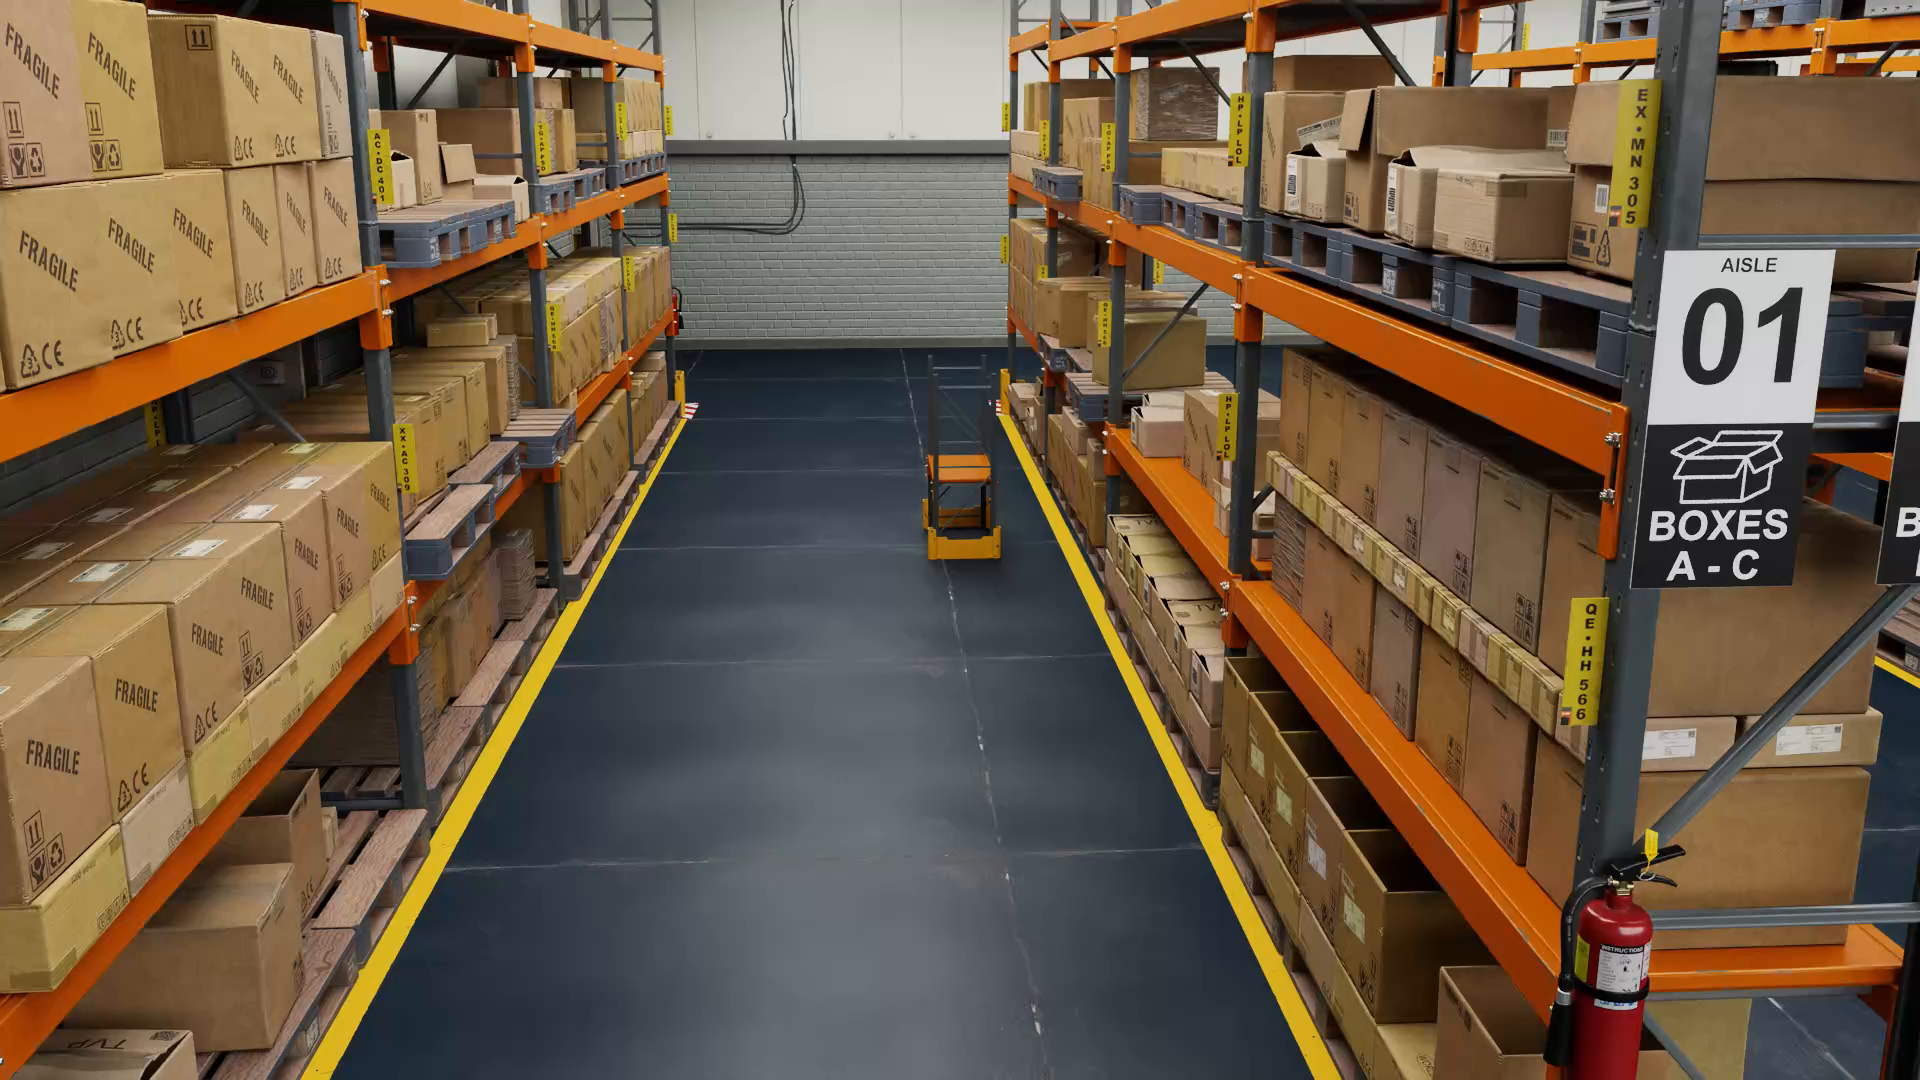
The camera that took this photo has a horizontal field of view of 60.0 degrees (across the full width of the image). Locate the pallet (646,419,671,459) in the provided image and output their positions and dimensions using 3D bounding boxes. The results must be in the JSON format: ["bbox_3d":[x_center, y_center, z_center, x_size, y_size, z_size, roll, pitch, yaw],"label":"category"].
[{"bbox_3d":[-3.668,-1.082,17.810,1.003,0.211,1.213,-1,14,-3],"label":"pallet"}]

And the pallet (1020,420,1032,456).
[{"bbox_3d":[1.203,-1.140,18.035,1.003,0.211,1.213,-1,14,-3],"label":"pallet"}]

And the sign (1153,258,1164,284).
[{"bbox_3d":[1.877,-2.586,15.734,0.100,0.325,0.005,-1,14,-3],"label":"sign"}]

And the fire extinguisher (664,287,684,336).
[{"bbox_3d":[-3.417,-2.760,19.637,0.296,0.674,0.183,-1,14,-3],"label":"fire extinguisher"}]

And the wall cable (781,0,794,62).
[{"bbox_3d":[-1.162,-8.235,24.068,3.097,2.526,0.112,-1,14,-3],"label":"wall cable"}]

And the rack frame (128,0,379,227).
[{"bbox_3d":[-3.125,-2.854,7.060,1.000,3.000,0.127,-1,14,-3],"label":"rack frame"}]

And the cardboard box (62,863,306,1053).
[{"bbox_3d":[-2.861,1.545,6.136,0.700,0.500,0.500,-2,15,-7],"label":"cardboard box"}]

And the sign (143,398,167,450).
[{"bbox_3d":[-3.679,-0.500,7.627,0.100,0.325,0.005,-1,14,-3],"label":"sign"}]

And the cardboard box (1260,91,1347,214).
[{"bbox_3d":[1.587,-1.669,7.150,0.500,0.500,0.500,0,14,1],"label":"cardboard box"}]

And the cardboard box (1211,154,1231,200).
[{"bbox_3d":[1.762,-2.086,9.553,0.500,0.250,0.500,-2,15,-8],"label":"cardboard box"}]

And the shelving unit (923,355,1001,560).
[{"bbox_3d":[0.005,-0.707,13.766,0.587,1.500,1.083,-1,14,-3],"label":"shelving unit"}]

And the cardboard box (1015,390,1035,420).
[{"bbox_3d":[0.888,-1.504,18.487,0.500,0.250,0.500,-1,14,-3],"label":"cardboard box"}]

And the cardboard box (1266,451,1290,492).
[{"bbox_3d":[1.642,-0.319,7.744,0.380,0.149,0.250,-1,14,-4],"label":"cardboard box"}]

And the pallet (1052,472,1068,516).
[{"bbox_3d":[1.411,-0.464,15.405,1.003,0.211,1.213,-1,14,-3],"label":"pallet"}]

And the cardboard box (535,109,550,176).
[{"bbox_3d":[-3.567,-3.046,12.743,0.700,0.500,0.500,0,14,-1],"label":"cardboard box"}]

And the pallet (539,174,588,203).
[{"bbox_3d":[-3.538,-2.742,13.024,1.003,0.211,1.213,0,14,-1],"label":"pallet"}]

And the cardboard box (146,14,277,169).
[{"bbox_3d":[-2.736,-1.558,5.793,0.500,0.500,0.500,-1,14,-5],"label":"cardboard box"}]

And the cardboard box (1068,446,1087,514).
[{"bbox_3d":[1.208,-0.512,14.129,0.500,0.500,0.500,-1,14,-6],"label":"cardboard box"}]

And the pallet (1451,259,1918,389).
[{"bbox_3d":[2.049,-0.618,4.565,1.003,0.211,1.213,-1,14,-3],"label":"pallet"}]

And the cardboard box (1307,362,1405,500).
[{"bbox_3d":[1.885,-0.467,7.018,0.700,0.500,0.500,-1,14,-4],"label":"cardboard box"}]

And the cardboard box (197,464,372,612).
[{"bbox_3d":[-2.750,-0.012,6.810,0.500,0.500,0.500,-1,14,-4],"label":"cardboard box"}]

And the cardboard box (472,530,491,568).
[{"bbox_3d":[-3.303,0.012,10.590,0.500,0.250,0.500,-1,14,-2],"label":"cardboard box"}]

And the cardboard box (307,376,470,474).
[{"bbox_3d":[-3.222,-0.640,9.410,0.700,0.500,0.500,1,14,4],"label":"cardboard box"}]

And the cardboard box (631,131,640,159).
[{"bbox_3d":[-3.418,-3.873,16.298,0.500,0.250,0.500,-1,14,-5],"label":"cardboard box"}]

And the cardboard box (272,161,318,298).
[{"bbox_3d":[-2.828,-1.212,6.456,0.500,0.500,0.500,-2,15,-8],"label":"cardboard box"}]

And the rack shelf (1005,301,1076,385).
[{"bbox_3d":[1.199,-2.165,17.864,1.077,0.370,4.000,-1,14,-3],"label":"rack shelf"}]

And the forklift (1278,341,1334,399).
[{"bbox_3d":[3.978,-1.754,14.963,1.130,2.935,3.031,-4,15,-14],"label":"forklift"}]

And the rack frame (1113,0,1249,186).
[{"bbox_3d":[1.571,-3.926,11.228,1.000,3.000,0.127,-1,14,-3],"label":"rack frame"}]

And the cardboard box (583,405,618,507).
[{"bbox_3d":[-3.393,-0.720,14.277,0.750,0.750,0.750,0,14,-2],"label":"cardboard box"}]

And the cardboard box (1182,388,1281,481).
[{"bbox_3d":[1.691,-0.652,10.342,0.500,0.500,0.500,-2,15,-6],"label":"cardboard box"}]

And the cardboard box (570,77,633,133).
[{"bbox_3d":[-3.385,-4.115,15.733,0.500,0.500,0.500,-1,14,-4],"label":"cardboard box"}]

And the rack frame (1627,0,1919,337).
[{"bbox_3d":[2.067,-1.937,3.495,1.000,3.000,0.127,-1,14,-3],"label":"rack frame"}]

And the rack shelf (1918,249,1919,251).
[{"bbox_3d":[6.639,-1.704,10.052,1.077,0.370,4.000,-1,14,-3],"label":"rack shelf"}]

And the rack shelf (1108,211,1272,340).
[{"bbox_3d":[1.695,-1.628,9.758,1.077,0.370,4.000,-1,14,-3],"label":"rack shelf"}]

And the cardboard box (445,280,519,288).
[{"bbox_3d":[-3.717,-1.874,12.949,0.500,0.250,0.500,-1,14,-5],"label":"cardboard box"}]

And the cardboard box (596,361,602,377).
[{"bbox_3d":[-3.283,-1.493,14.272,0.380,0.149,0.250,-1,14,-3],"label":"cardboard box"}]

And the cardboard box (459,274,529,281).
[{"bbox_3d":[-3.749,-2.001,13.441,0.500,0.250,0.500,-1,14,-5],"label":"cardboard box"}]

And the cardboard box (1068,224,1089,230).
[{"bbox_3d":[1.446,-3.182,18.168,0.500,0.500,0.500,0,14,-2],"label":"cardboard box"}]

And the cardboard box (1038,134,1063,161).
[{"bbox_3d":[1.022,-3.755,15.878,0.500,0.250,0.500,-1,14,-3],"label":"cardboard box"}]

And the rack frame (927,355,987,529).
[{"bbox_3d":[-0.026,-0.832,14.248,0.500,1.500,0.032,-1,14,-3],"label":"rack frame"}]

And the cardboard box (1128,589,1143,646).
[{"bbox_3d":[1.381,0.496,10.754,0.500,0.250,0.500,-1,14,-5],"label":"cardboard box"}]

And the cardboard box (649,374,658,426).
[{"bbox_3d":[-3.662,-1.504,18.026,0.700,0.500,0.500,-1,14,-5],"label":"cardboard box"}]

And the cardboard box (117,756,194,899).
[{"bbox_3d":[-2.637,0.854,4.950,0.500,0.250,0.500,-1,14,-5],"label":"cardboard box"}]

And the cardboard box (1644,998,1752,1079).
[{"bbox_3d":[2.223,1.472,5.454,0.500,0.500,0.500,-1,14,-3],"label":"cardboard box"}]

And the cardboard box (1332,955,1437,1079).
[{"bbox_3d":[1.663,1.719,5.999,0.500,0.250,0.500,-1,14,-3],"label":"cardboard box"}]

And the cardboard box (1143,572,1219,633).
[{"bbox_3d":[1.413,0.356,10.175,0.500,0.311,0.500,-1,14,-4],"label":"cardboard box"}]

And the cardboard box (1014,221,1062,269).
[{"bbox_3d":[0.880,-3.299,18.621,0.500,0.500,0.500,-1,14,-3],"label":"cardboard box"}]

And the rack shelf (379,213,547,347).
[{"bbox_3d":[-3.249,-1.551,9.457,1.077,0.370,4.000,-1,14,-3],"label":"rack shelf"}]

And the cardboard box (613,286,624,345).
[{"bbox_3d":[-3.341,-2.030,15.058,0.500,0.500,0.500,-1,14,-4],"label":"cardboard box"}]

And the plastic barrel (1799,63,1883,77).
[{"bbox_3d":[6.483,-3.102,12.338,0.600,0.830,0.708,-1,14,-3],"label":"plastic barrel"}]

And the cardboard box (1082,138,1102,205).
[{"bbox_3d":[1.447,-2.886,13.004,0.910,0.500,0.500,-1,14,-3],"label":"cardboard box"}]

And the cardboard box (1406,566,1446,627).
[{"bbox_3d":[1.771,0.192,5.759,0.380,0.149,0.250,0,14,-2],"label":"cardboard box"}]

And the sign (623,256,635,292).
[{"bbox_3d":[-3.080,-2.472,15.448,0.100,0.325,0.005,-1,14,-3],"label":"sign"}]

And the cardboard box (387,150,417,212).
[{"bbox_3d":[-3.117,-1.852,8.522,0.500,0.311,0.500,0,14,-2],"label":"cardboard box"}]

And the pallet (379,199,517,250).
[{"bbox_3d":[-3.124,-1.724,9.063,1.213,0.211,1.003,-1,14,-3],"label":"pallet"}]

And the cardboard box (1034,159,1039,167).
[{"bbox_3d":[1.007,-3.637,16.425,0.500,0.250,0.500,-1,14,-3],"label":"cardboard box"}]
